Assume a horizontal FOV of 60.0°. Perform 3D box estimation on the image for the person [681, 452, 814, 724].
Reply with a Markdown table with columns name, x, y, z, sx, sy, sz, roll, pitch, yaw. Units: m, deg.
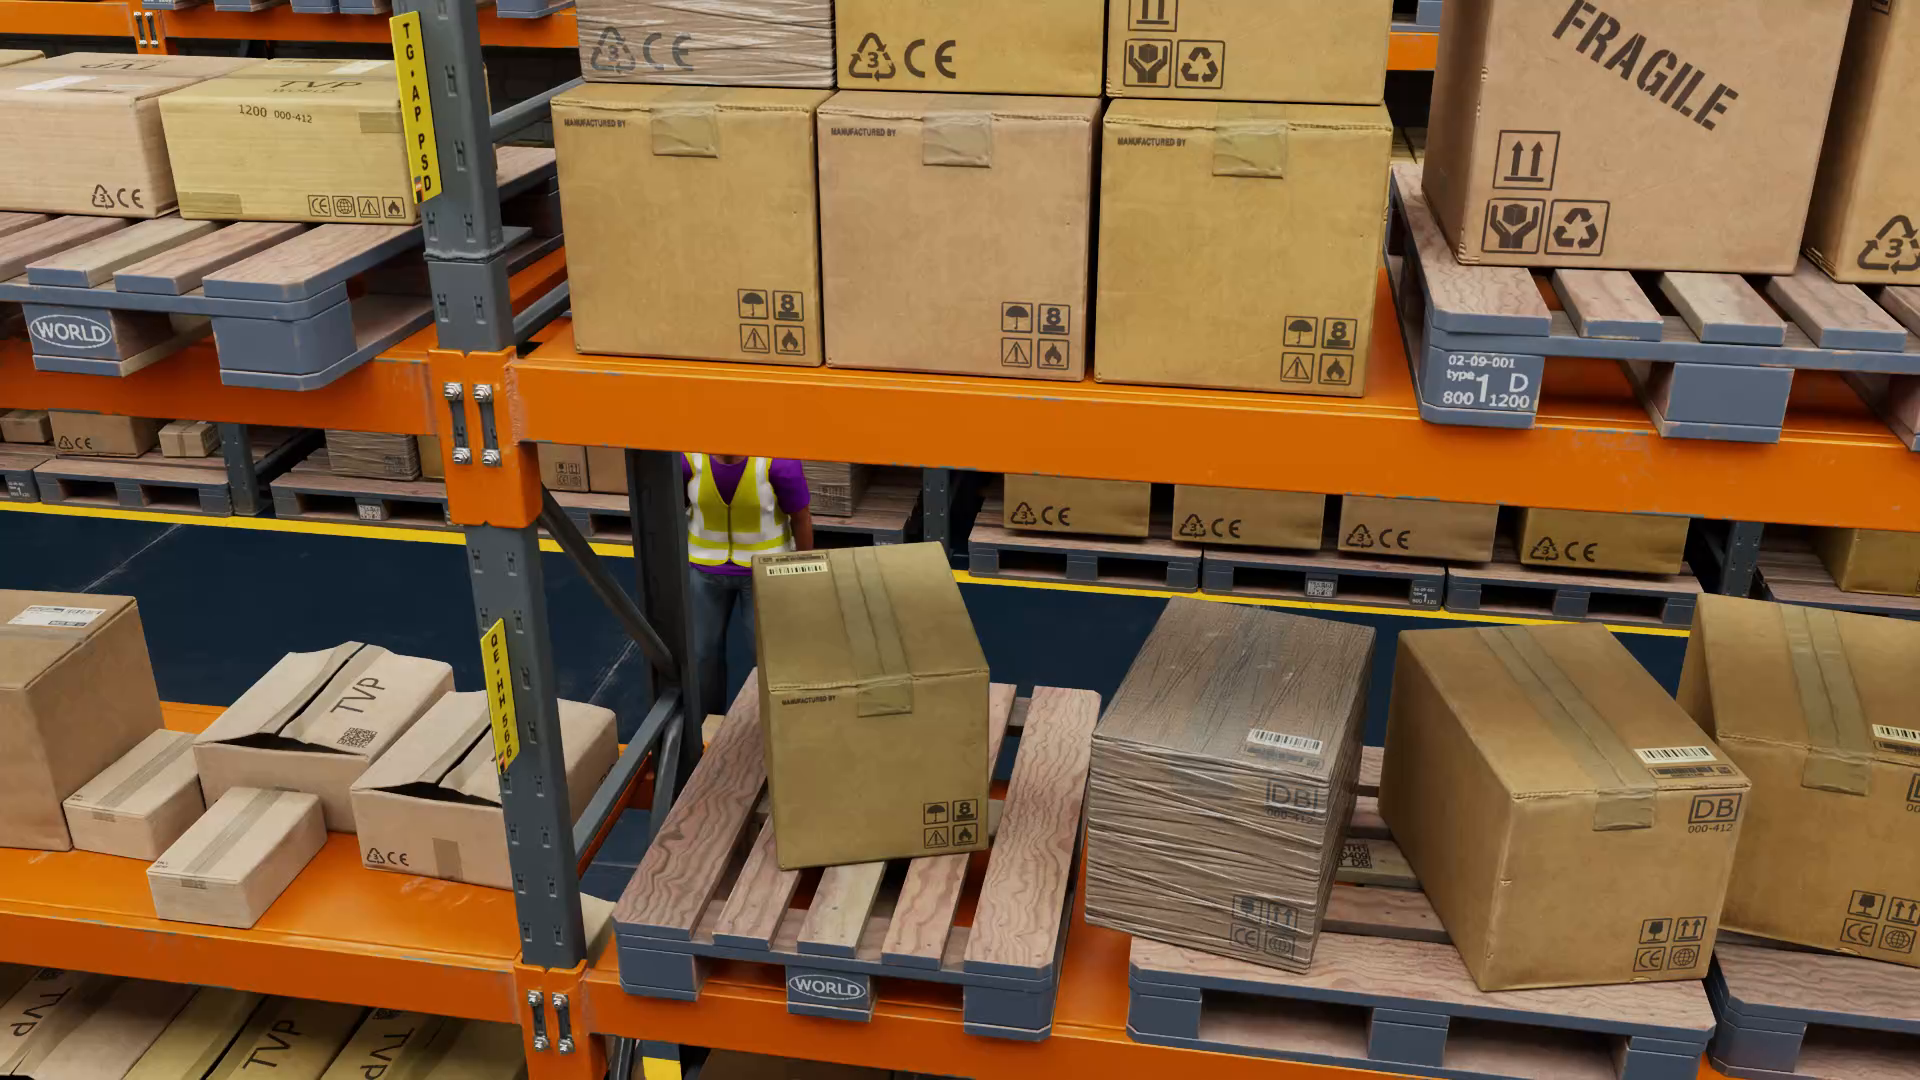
| name | x | y | z | sx | sy | sz | roll | pitch | yaw |
| --- | --- | --- | --- | --- | --- | --- | --- | --- | --- |
| person | -0.916 | 0.126 | 6.813 | 0.634 | 1.759 | 0.461 | 2 | 25 | 5 |
